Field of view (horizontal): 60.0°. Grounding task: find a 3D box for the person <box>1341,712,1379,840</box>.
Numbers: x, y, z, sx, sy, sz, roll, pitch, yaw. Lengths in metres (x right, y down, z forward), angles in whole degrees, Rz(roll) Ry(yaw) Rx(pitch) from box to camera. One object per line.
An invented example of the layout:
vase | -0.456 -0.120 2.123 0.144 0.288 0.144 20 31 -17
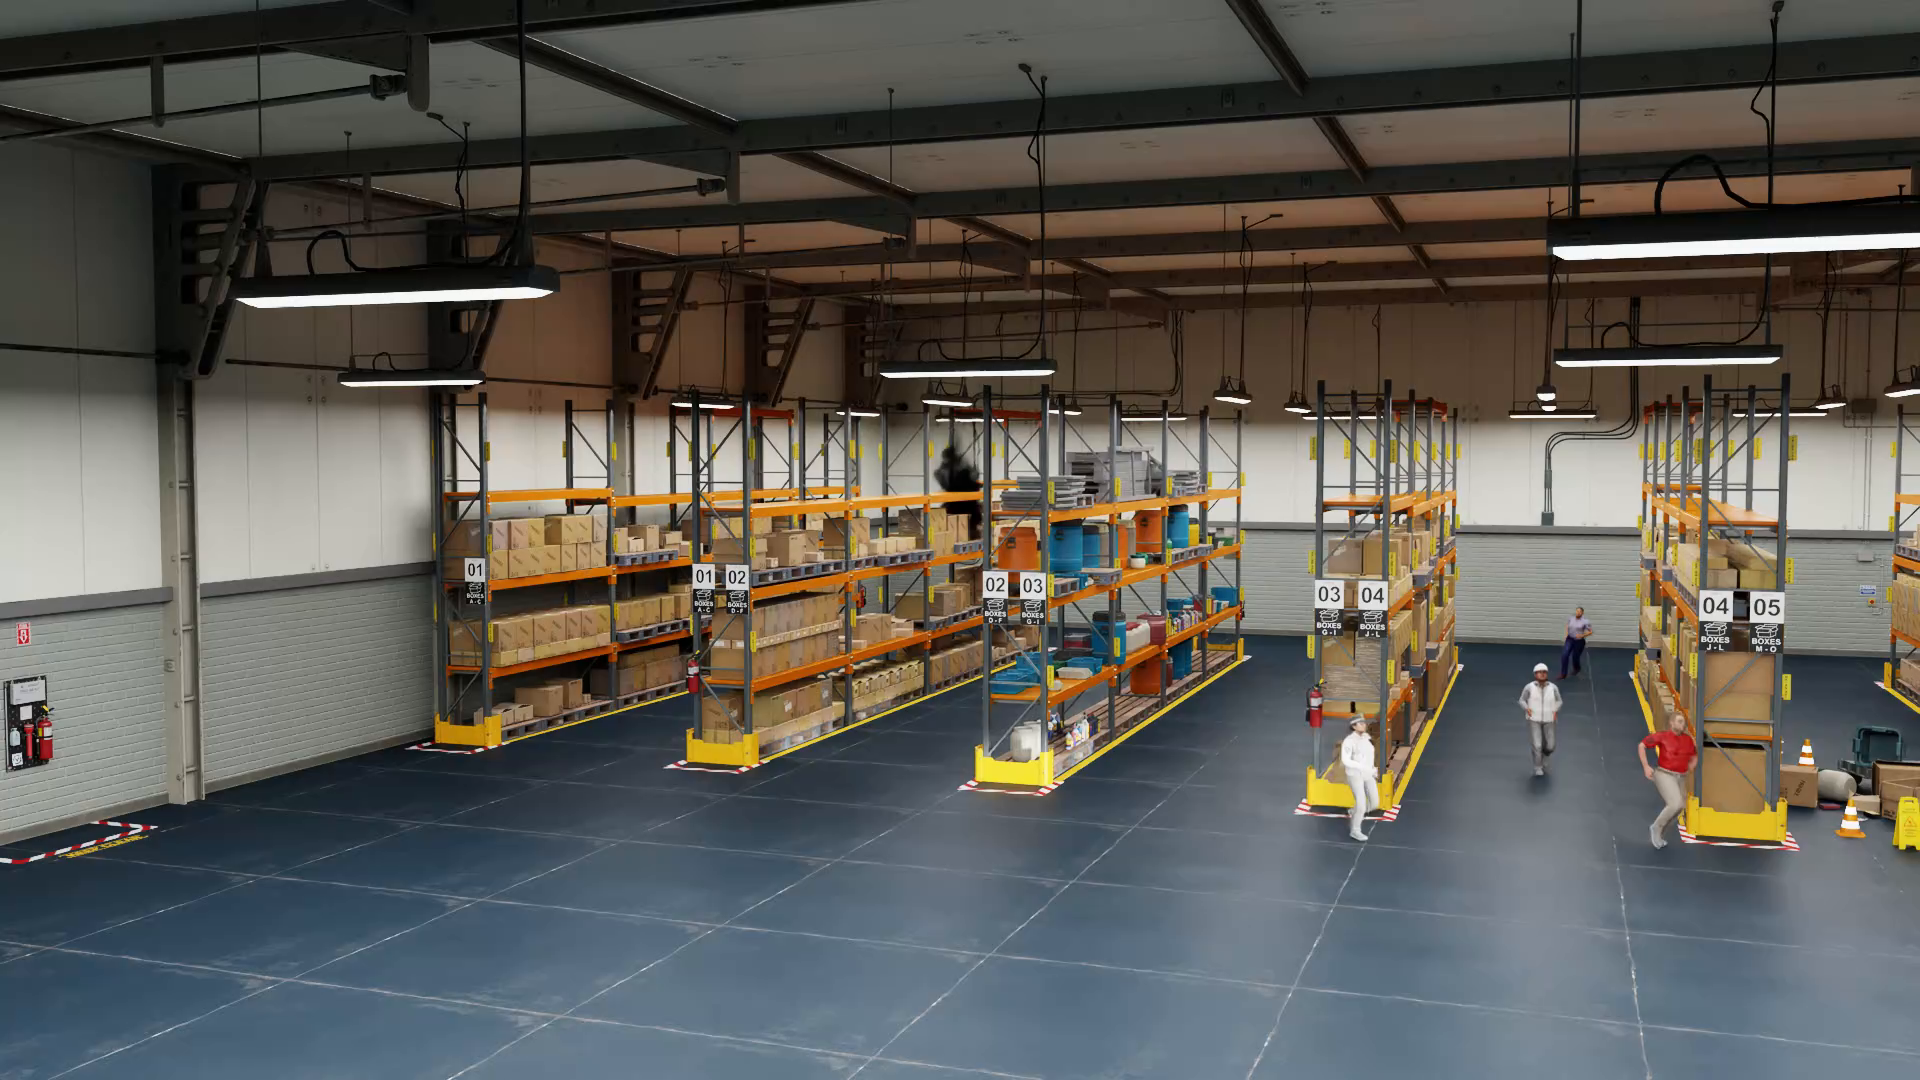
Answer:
person | 5.161 3.034 21.408 0.631 1.653 0.571 -2 4 -31

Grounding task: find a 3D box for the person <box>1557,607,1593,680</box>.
person | 13.531 2.253 36.431 0.642 1.588 0.894 2 4 39

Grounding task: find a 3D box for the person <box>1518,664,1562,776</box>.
person | 8.971 2.771 25.684 0.656 1.721 0.607 1 3 11

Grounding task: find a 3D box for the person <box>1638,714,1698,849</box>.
person | 9.014 3.032 21.010 0.674 1.667 0.616 -1 3 -21
